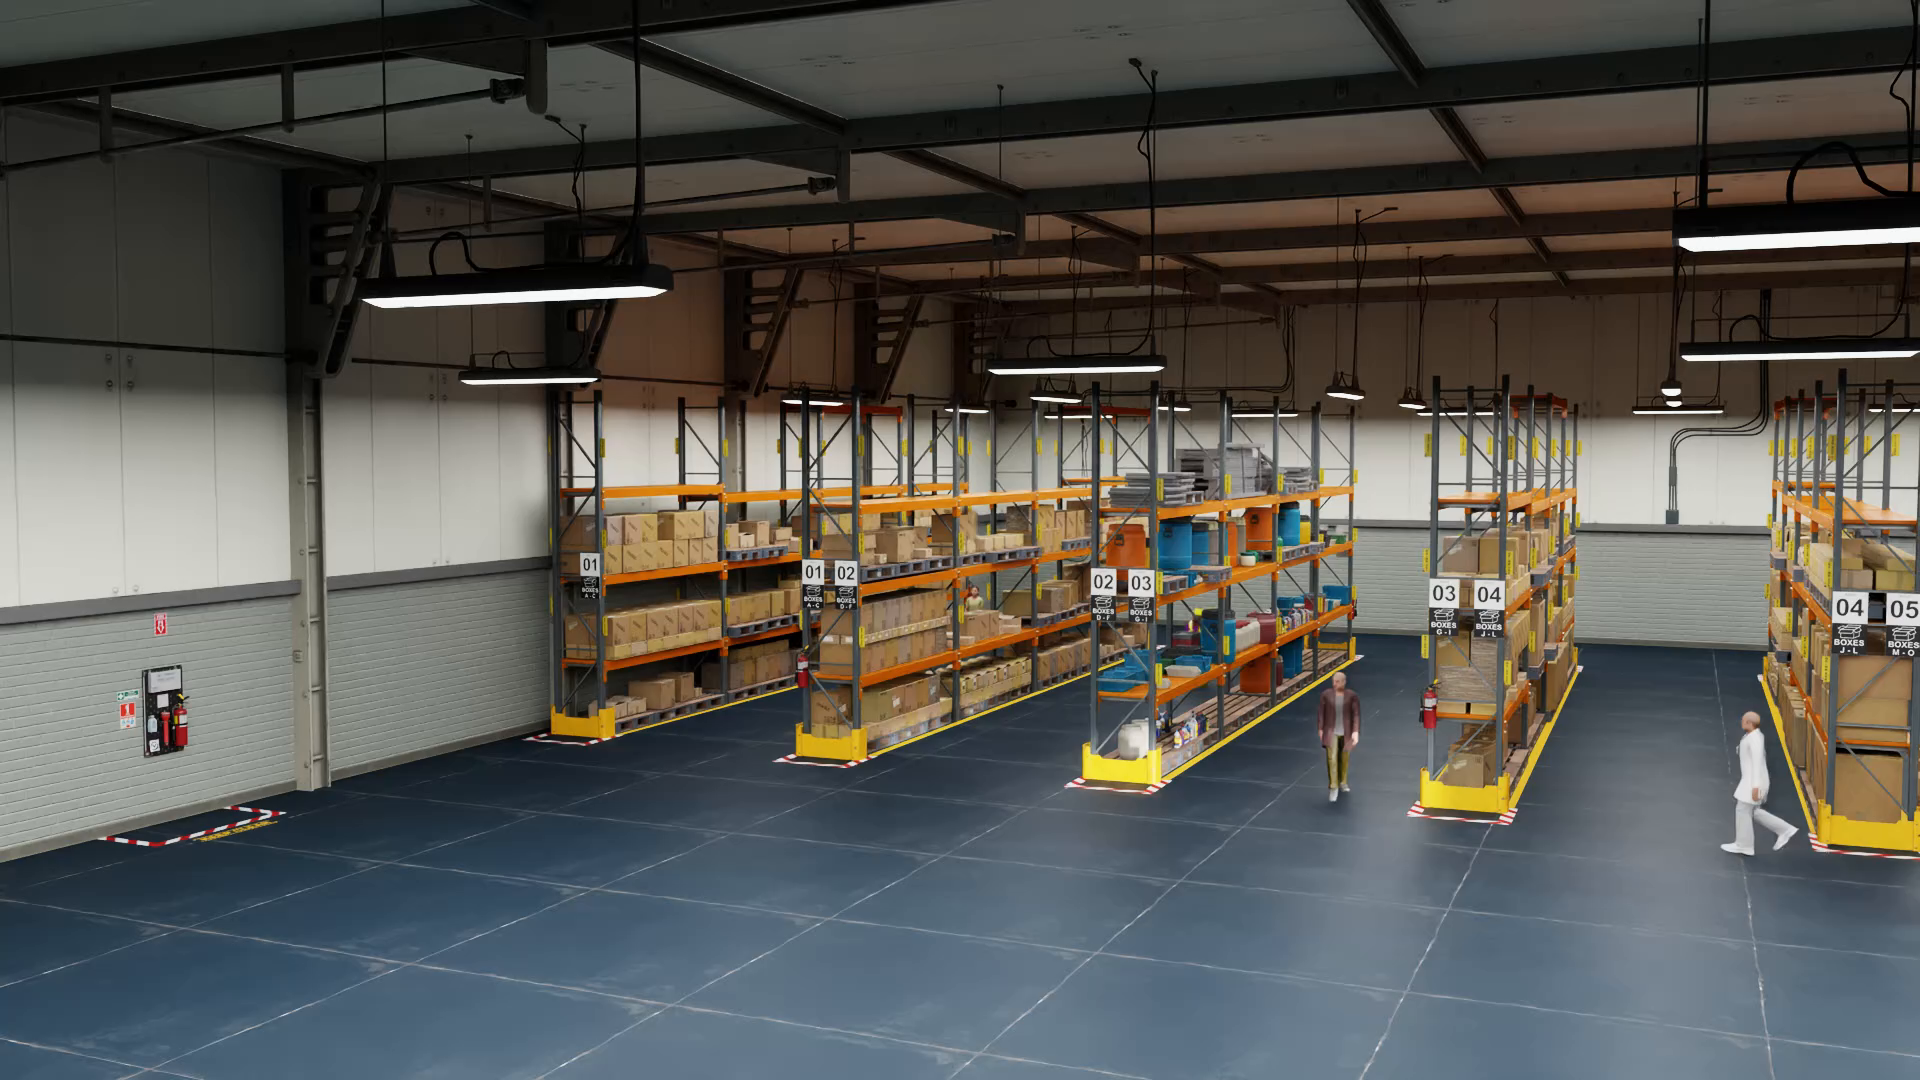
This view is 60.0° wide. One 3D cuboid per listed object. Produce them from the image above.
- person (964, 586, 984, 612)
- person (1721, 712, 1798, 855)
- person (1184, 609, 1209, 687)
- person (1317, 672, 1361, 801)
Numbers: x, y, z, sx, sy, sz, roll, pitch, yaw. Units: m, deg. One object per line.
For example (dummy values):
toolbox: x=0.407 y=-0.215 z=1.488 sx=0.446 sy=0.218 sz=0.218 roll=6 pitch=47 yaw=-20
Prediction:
person: x=0.333 y=1.934 z=40.752 sx=0.468 sy=1.612 sz=1.082 roll=1 pitch=3 yaw=20
person: x=9.829 y=2.984 z=20.415 sx=0.839 sy=1.757 sz=0.593 roll=2 pitch=4 yaw=28
person: x=5.027 y=2.253 z=34.653 sx=0.744 sy=1.671 sz=0.678 roll=2 pitch=4 yaw=33
person: x=5.455 y=2.793 z=23.926 sx=0.609 sy=1.792 sz=0.836 roll=1 pitch=3 yaw=10
